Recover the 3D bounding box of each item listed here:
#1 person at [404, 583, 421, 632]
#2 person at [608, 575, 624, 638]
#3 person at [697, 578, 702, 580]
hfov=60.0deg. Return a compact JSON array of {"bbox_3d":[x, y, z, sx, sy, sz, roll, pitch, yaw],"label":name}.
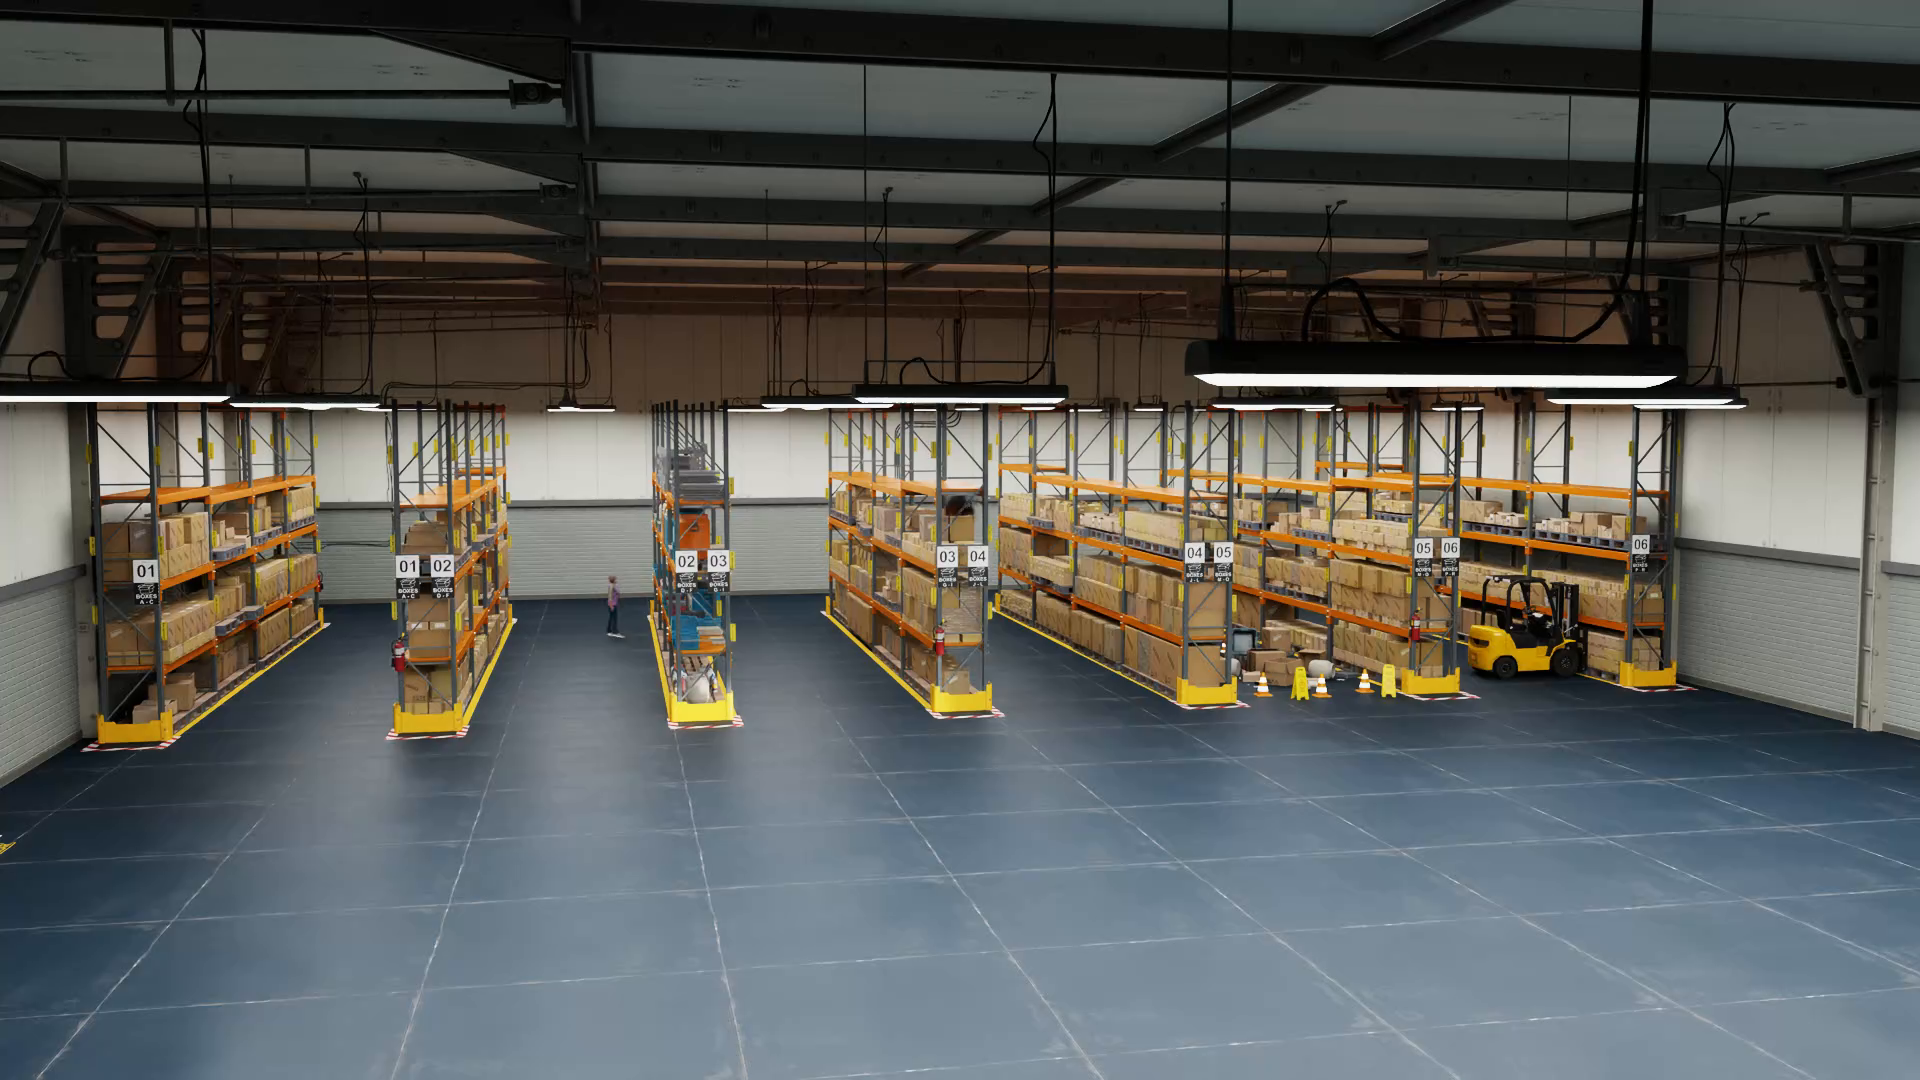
[{"bbox_3d":[-14.192,1.563,43.140,0.707,1.639,0.826,-1,4,-11],"label":"person"},{"bbox_3d":[-8.865,1.697,42.852,0.448,1.617,0.438,0,4,0],"label":"person"},{"bbox_3d":[-7.846,1.103,49.259,0.564,1.688,0.922,-3,5,-35],"label":"person"}]
